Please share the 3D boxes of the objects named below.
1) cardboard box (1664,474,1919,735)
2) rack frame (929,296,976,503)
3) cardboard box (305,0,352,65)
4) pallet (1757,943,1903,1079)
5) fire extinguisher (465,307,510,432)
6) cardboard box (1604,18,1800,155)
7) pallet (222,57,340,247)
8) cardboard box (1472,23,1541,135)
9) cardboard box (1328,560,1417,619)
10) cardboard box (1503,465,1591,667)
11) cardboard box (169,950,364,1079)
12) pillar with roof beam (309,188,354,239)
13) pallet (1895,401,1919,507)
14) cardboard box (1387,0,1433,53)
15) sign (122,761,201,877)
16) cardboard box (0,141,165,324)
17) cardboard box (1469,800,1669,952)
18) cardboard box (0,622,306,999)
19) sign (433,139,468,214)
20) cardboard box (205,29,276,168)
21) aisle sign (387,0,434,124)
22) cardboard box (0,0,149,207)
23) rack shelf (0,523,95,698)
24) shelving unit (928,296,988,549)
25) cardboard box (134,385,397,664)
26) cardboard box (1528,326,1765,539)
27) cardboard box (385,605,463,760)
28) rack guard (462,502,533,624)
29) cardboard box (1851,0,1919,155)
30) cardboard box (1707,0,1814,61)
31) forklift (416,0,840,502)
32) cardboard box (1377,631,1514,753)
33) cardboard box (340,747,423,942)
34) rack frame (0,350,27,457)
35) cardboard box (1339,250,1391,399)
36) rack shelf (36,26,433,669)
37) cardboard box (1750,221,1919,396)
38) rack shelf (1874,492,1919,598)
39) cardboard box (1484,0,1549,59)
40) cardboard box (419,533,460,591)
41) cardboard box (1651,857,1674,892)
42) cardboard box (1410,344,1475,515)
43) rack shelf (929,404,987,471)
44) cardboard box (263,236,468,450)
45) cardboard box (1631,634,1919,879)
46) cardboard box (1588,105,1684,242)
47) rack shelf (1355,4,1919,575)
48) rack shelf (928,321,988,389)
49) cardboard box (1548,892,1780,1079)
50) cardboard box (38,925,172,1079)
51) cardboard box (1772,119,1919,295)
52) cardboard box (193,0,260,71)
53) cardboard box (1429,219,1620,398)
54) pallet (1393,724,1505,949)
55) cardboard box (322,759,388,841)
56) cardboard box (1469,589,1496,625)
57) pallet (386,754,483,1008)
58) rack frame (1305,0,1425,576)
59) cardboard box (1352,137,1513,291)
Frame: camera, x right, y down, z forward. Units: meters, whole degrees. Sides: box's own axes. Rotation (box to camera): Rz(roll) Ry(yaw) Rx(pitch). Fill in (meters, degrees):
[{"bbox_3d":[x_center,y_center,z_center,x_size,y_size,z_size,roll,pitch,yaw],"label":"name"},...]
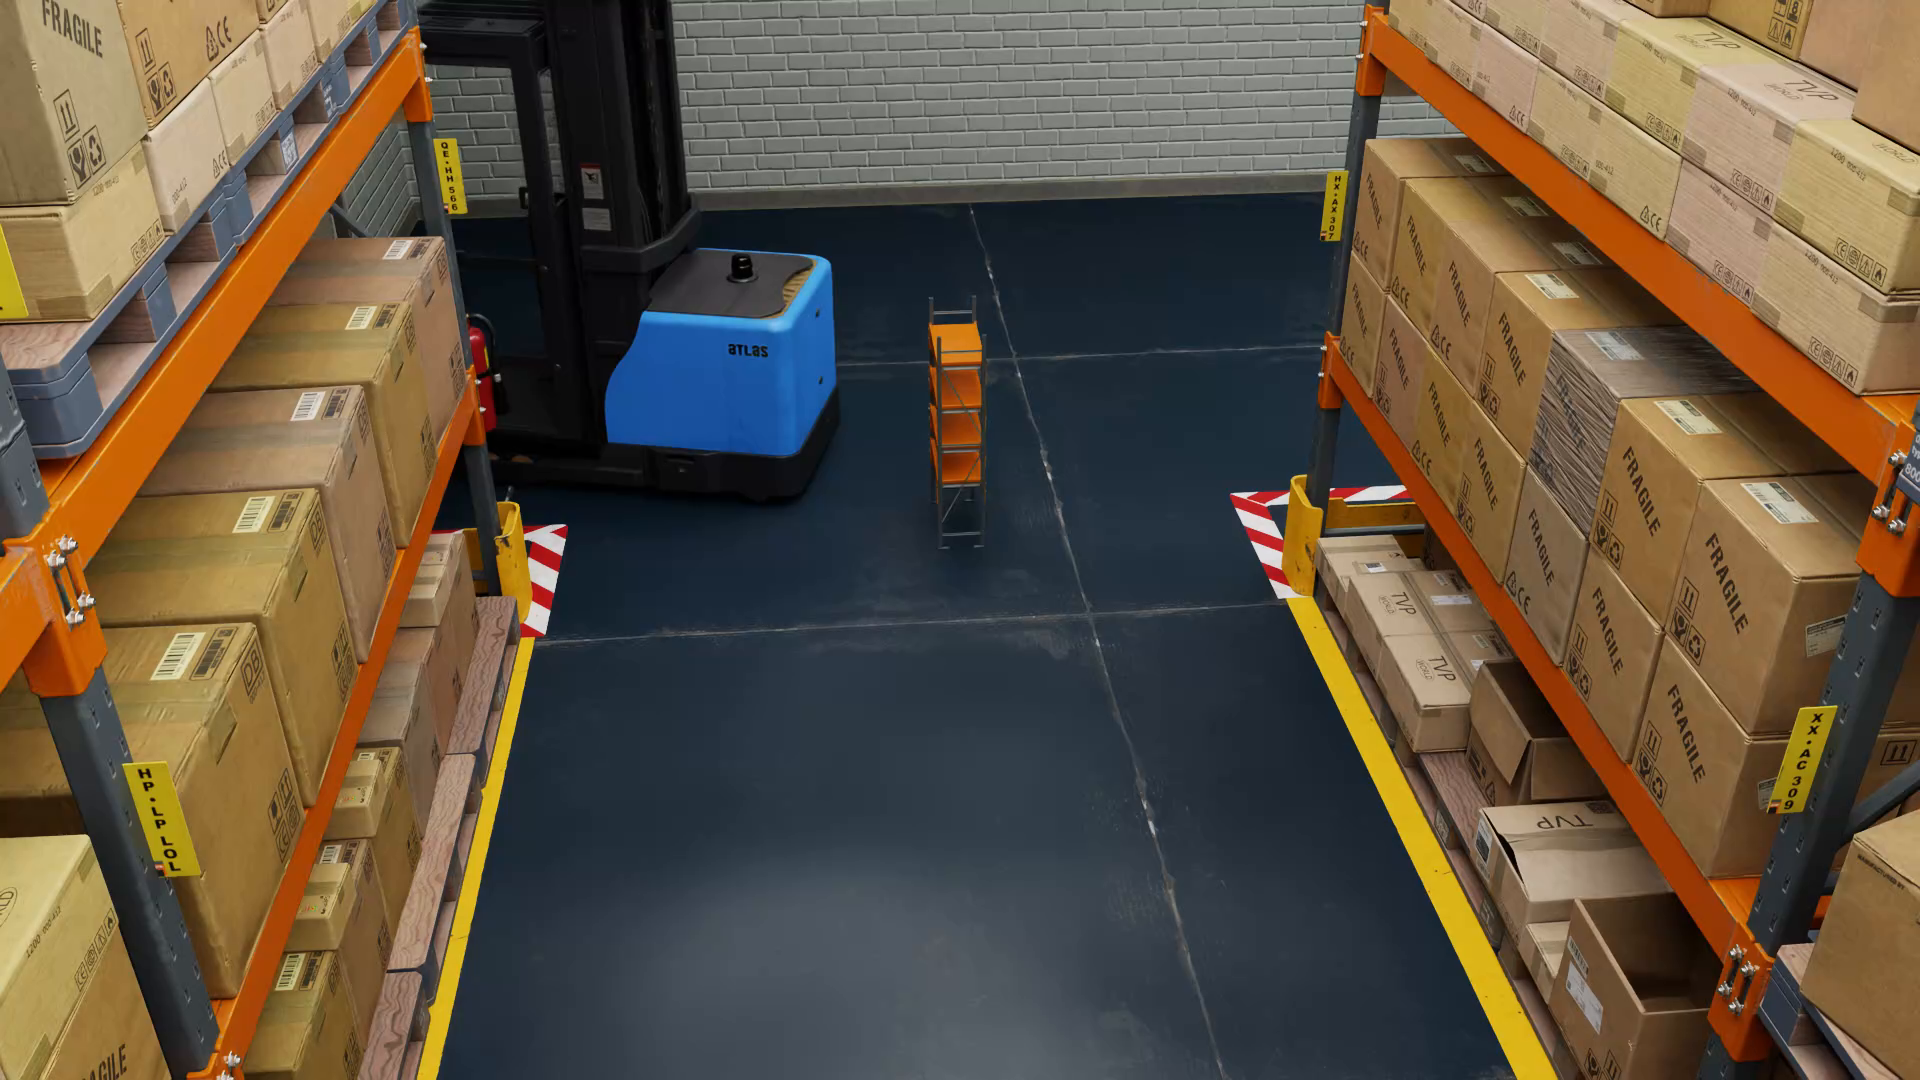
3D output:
[{"bbox_3d":[2.299,0.165,4.476,0.500,0.500,0.500,-3,31,-4],"label":"cardboard box"},{"bbox_3d":[-0.038,-0.724,8.792,0.240,1.200,0.015,-3,31,-5],"label":"rack frame"},{"bbox_3d":[-2.318,-1.740,5.452,0.500,0.250,0.500,-4,31,-6],"label":"cardboard box"},{"bbox_3d":[2.570,1.379,3.704,1.003,0.211,1.213,-3,31,-5],"label":"pallet"},{"bbox_3d":[-2.256,-0.826,7.647,0.296,0.674,0.183,-3,31,-5],"label":"fire extinguisher"},{"bbox_3d":[2.201,-1.301,4.737,0.500,0.250,0.500,-3,31,-5],"label":"cardboard box"},{"bbox_3d":[-2.504,-1.167,4.940,1.003,0.211,1.213,-3,31,-5],"label":"pallet"},{"bbox_3d":[2.108,-1.597,5.720,0.500,0.250,0.500,-3,31,-5],"label":"cardboard box"},{"bbox_3d":[1.951,0.226,7.780,0.380,0.166,0.250,-3,31,-5],"label":"cardboard box"},{"bbox_3d":[2.202,0.072,5.607,0.500,0.500,0.500,-2,31,-3],"label":"cardboard box"},{"bbox_3d":[-2.295,1.628,5.127,0.700,0.500,0.500,-2,31,-4],"label":"cardboard box"},{"bbox_3d":[0.472,-5.039,8.411,9.100,9.000,0.400,-3,31,-5],"label":"pillar with roof beam"},{"bbox_3d":[2.595,0.012,3.063,1.213,0.211,1.003,-3,31,-5],"label":"pallet"},{"bbox_3d":[2.026,-2.108,6.575,0.500,0.250,0.500,-3,31,-5],"label":"cardboard box"},{"bbox_3d":[-1.788,0.628,3.721,0.100,0.325,0.005,-3,31,-5],"label":"sign"},{"bbox_3d":[-2.129,-0.690,3.694,0.500,0.250,0.500,-3,31,-5],"label":"cardboard box"},{"bbox_3d":[2.199,1.188,6.029,0.500,0.311,0.500,-3,31,-5],"label":"cardboard box"},{"bbox_3d":[-2.362,0.716,4.334,0.980,0.700,0.700,-2,31,-4],"label":"cardboard box"},{"bbox_3d":[-2.159,-1.538,7.039,0.100,0.325,0.005,-3,31,-5],"label":"sign"},{"bbox_3d":[-2.218,-1.212,4.568,0.500,0.250,0.500,-4,31,-6],"label":"cardboard box"},{"bbox_3d":[-2.409,-2.087,6.784,0.394,0.787,0.004,-3,31,-5],"label":"aisle sign"},{"bbox_3d":[-2.115,-1.024,3.522,0.500,0.500,0.500,-3,31,-5],"label":"cardboard box"},{"bbox_3d":[-2.140,1.164,1.652,1.077,0.370,4.000,-3,31,-5],"label":"rack shelf"},{"bbox_3d":[-0.015,-0.600,8.584,0.258,1.200,0.503,-3,31,-5],"label":"shelving unit"},{"bbox_3d":[-2.502,-0.028,5.580,0.980,0.700,0.700,-4,31,-7],"label":"cardboard box"},{"bbox_3d":[2.202,-0.354,5.345,0.500,0.500,0.500,-3,31,-4],"label":"cardboard box"},{"bbox_3d":[-2.489,0.581,6.880,0.700,0.500,0.500,-3,31,-5],"label":"cardboard box"},{"bbox_3d":[-2.703,0.141,8.027,1.175,0.500,0.348,-3,31,-5],"label":"rack guard"},{"bbox_3d":[2.521,-1.123,3.708,0.700,0.500,0.500,-3,31,-5],"label":"cardboard box"},{"bbox_3d":[2.563,-1.640,4.574,0.700,0.500,0.500,-3,31,-5],"label":"cardboard box"},{"bbox_3d":[-2.272,-1.820,8.939,3.031,2.935,1.130,5,31,8],"label":"forklift"},{"bbox_3d":[2.092,0.634,7.016,0.500,0.250,0.500,-3,31,-5],"label":"cardboard box"},{"bbox_3d":[-2.384,1.110,5.995,0.700,0.500,0.500,-2,31,-3],"label":"cardboard box"},{"bbox_3d":[-2.327,-1.453,2.408,1.000,3.000,0.127,-3,31,-5],"label":"rack frame"},{"bbox_3d":[2.010,-0.963,7.340,0.500,0.500,0.500,-2,31,-4],"label":"cardboard box"},{"bbox_3d":[-2.514,-0.878,5.071,1.077,0.370,4.000,-3,31,-5],"label":"rack shelf"},{"bbox_3d":[2.294,-0.576,4.010,0.500,0.250,0.500,-3,31,-5],"label":"cardboard box"},{"bbox_3d":[2.791,0.925,2.052,1.077,0.370,4.000,-3,31,-5],"label":"rack shelf"},{"bbox_3d":[2.112,-1.812,5.592,0.500,0.250,0.500,-3,31,-5],"label":"cardboard box"},{"bbox_3d":[-2.343,0.104,7.047,0.380,0.149,0.250,-3,31,-5],"label":"cardboard box"},{"bbox_3d":[2.690,1.245,6.075,0.380,0.166,0.250,-3,31,-5],"label":"cardboard box"},{"bbox_3d":[2.107,-0.443,6.470,0.500,0.500,0.500,-3,31,-5],"label":"cardboard box"},{"bbox_3d":[-0.015,-0.542,8.618,0.258,0.148,0.480,-3,31,-5],"label":"rack shelf"},{"bbox_3d":[-2.643,-0.789,6.853,0.980,0.700,0.700,-1,31,-2],"label":"cardboard box"},{"bbox_3d":[2.302,0.597,4.728,0.500,0.500,0.500,-2,31,-4],"label":"cardboard box"},{"bbox_3d":[2.203,-1.087,4.865,0.500,0.250,0.500,-3,31,-5],"label":"cardboard box"},{"bbox_3d":[2.418,-1.117,5.471,1.077,0.370,4.000,-3,31,-5],"label":"rack shelf"},{"bbox_3d":[-0.015,-0.937,8.382,0.258,0.148,0.480,-3,31,-5],"label":"rack shelf"},{"bbox_3d":[2.269,1.490,5.339,0.500,0.500,0.500,-3,31,-5],"label":"cardboard box"},{"bbox_3d":[-2.033,1.167,3.465,0.500,0.500,0.500,-3,31,-5],"label":"cardboard box"},{"bbox_3d":[2.289,-0.790,3.882,0.500,0.250,0.500,-3,31,-5],"label":"cardboard box"},{"bbox_3d":[-2.220,-1.538,4.382,0.500,0.500,0.500,-3,31,-4],"label":"cardboard box"},{"bbox_3d":[2.108,-0.870,6.209,0.500,0.500,0.500,-2,31,-4],"label":"cardboard box"},{"bbox_3d":[2.424,1.105,6.694,1.003,0.211,1.213,-3,31,-5],"label":"pallet"},{"bbox_3d":[-2.194,0.900,5.714,0.380,0.149,0.250,-4,31,-6],"label":"cardboard box"},{"bbox_3d":[2.475,0.345,7.581,0.380,0.166,0.250,-3,31,-5],"label":"cardboard box"},{"bbox_3d":[-2.438,1.303,6.363,1.003,0.211,1.213,-3,31,-5],"label":"pallet"},{"bbox_3d":[2.231,-1.159,7.766,1.000,3.000,0.127,-3,31,-5],"label":"rack frame"},{"bbox_3d":[2.010,-1.392,7.083,0.500,0.500,0.500,-2,31,-3],"label":"cardboard box"}]
